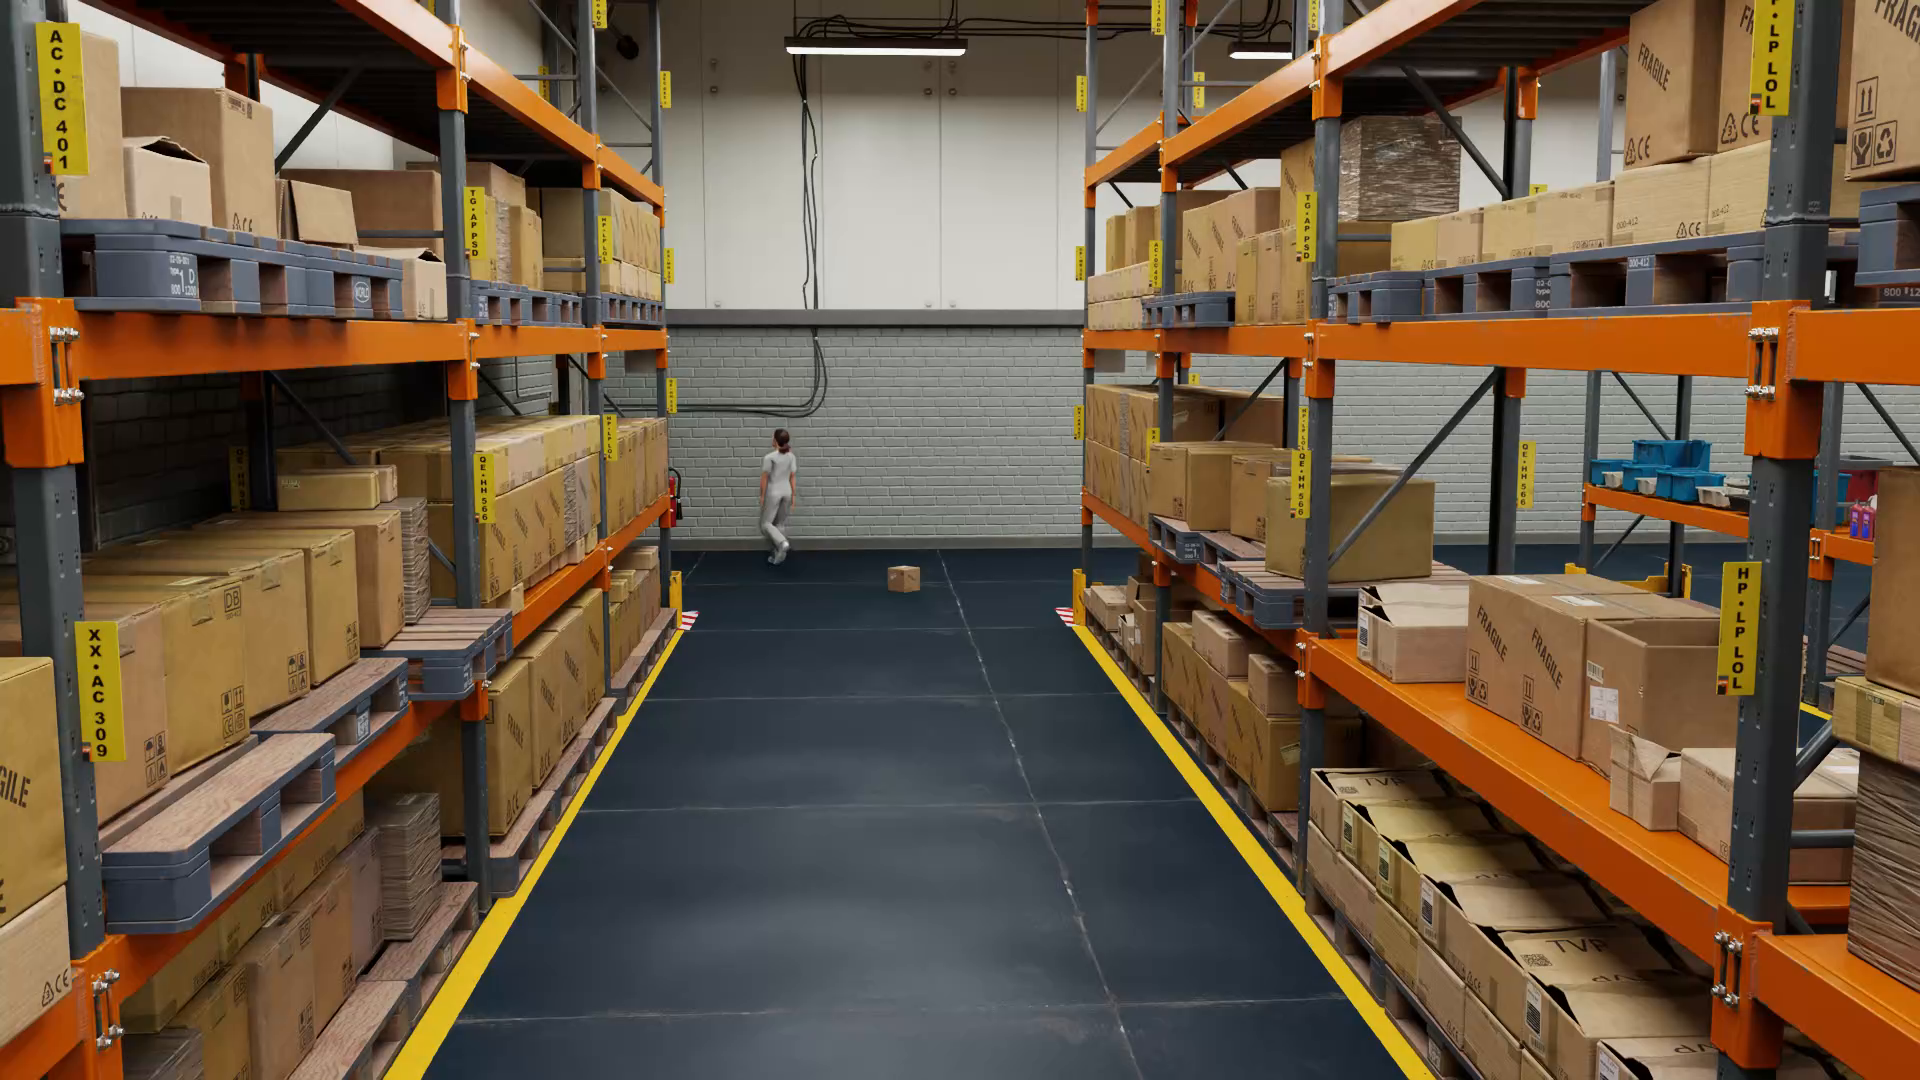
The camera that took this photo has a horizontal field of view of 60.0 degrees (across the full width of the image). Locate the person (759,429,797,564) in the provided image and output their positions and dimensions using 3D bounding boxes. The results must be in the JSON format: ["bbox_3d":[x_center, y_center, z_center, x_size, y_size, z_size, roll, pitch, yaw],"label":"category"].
[{"bbox_3d":[-2.173,-0.508,19.879,0.452,1.641,0.764,-5,8,-34],"label":"person"}]
